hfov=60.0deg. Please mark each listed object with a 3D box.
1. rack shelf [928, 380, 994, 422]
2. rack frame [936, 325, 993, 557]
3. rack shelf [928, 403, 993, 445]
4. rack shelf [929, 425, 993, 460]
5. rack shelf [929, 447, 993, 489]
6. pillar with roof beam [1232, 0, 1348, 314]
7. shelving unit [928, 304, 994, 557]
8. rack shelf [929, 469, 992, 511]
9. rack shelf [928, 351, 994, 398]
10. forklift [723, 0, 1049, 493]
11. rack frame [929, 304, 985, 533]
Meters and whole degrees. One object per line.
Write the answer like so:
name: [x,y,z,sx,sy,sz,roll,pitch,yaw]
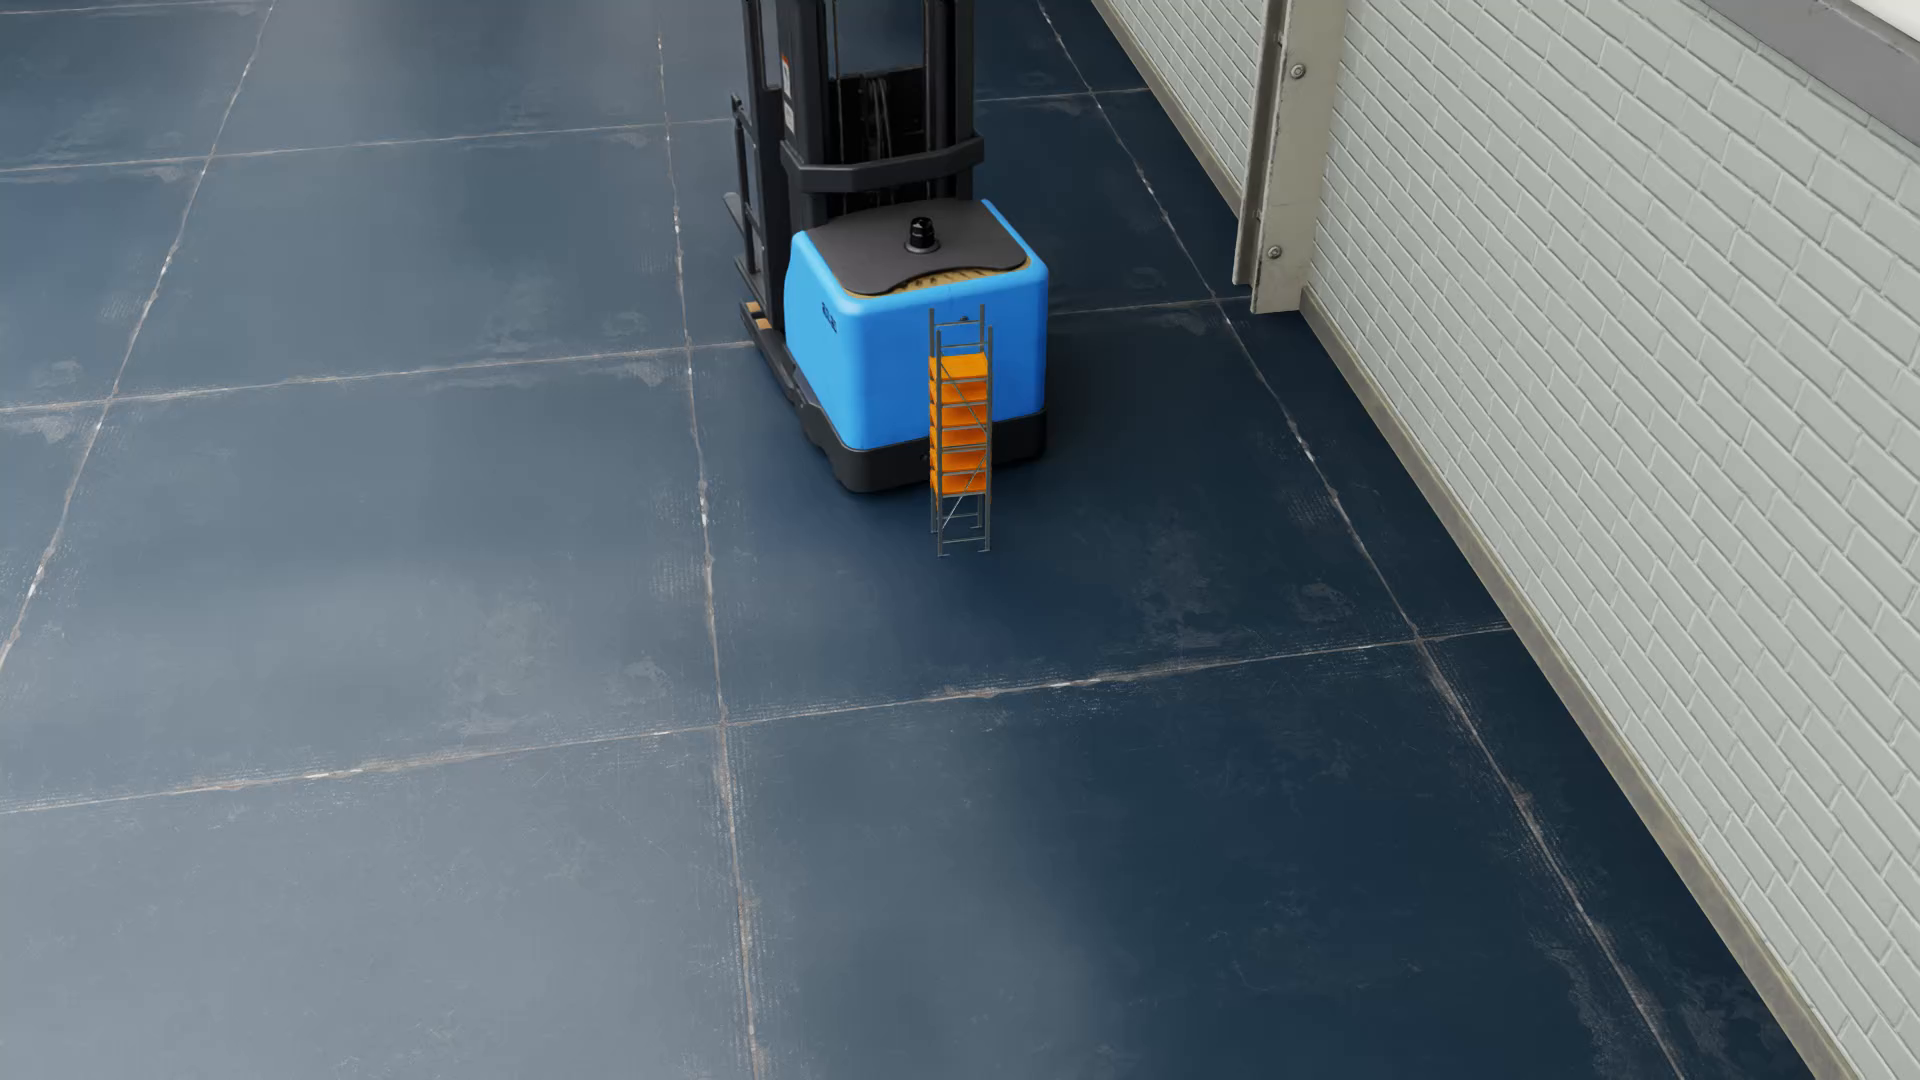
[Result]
rack shelf: [0.003,-0.620,7.251,0.258,0.103,0.180,-6,38,-8]
rack frame: [0.019,-0.410,7.300,0.240,1.200,0.006,-6,38,-8]
rack shelf: [0.003,-0.525,7.324,0.258,0.103,0.180,-6,38,-8]
rack shelf: [0.003,-0.430,7.398,0.258,0.103,0.180,-6,38,-8]
rack shelf: [0.003,-0.335,7.472,0.258,0.103,0.180,-6,38,-8]
pillar with roof beam: [-2.467,-4.504,6.212,9.100,9.000,0.400,-6,38,-8]
shelving unit: [0.003,-0.465,7.371,0.258,1.200,0.189,-6,38,-8]
rack shelf: [0.003,-0.240,7.545,0.258,0.103,0.180,-6,38,-8]
rack shelf: [0.003,-0.714,7.177,0.258,0.103,0.180,-6,38,-8]
forklift: [-0.577,-2.289,8.307,1.130,2.935,3.031,-13,40,-16]
rack frame: [-0.013,-0.520,7.442,0.240,1.200,0.006,-6,38,-8]
